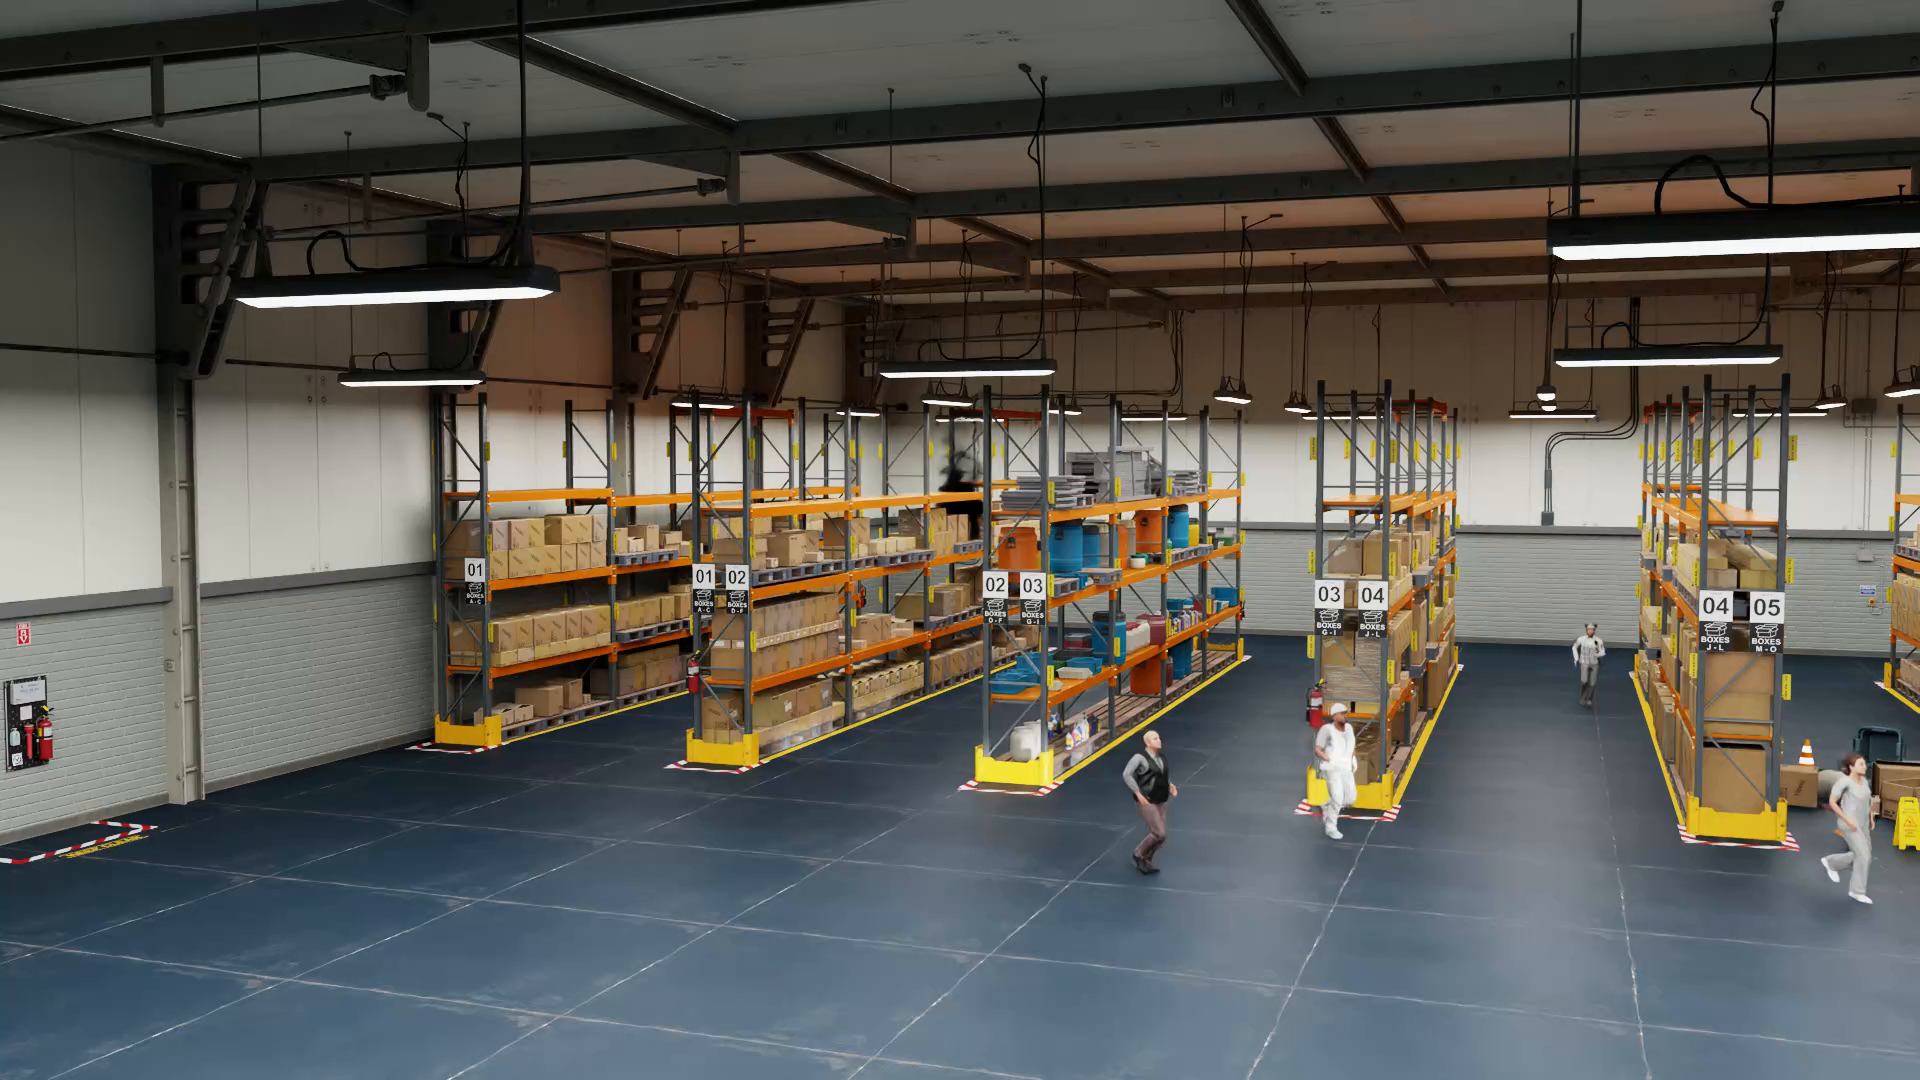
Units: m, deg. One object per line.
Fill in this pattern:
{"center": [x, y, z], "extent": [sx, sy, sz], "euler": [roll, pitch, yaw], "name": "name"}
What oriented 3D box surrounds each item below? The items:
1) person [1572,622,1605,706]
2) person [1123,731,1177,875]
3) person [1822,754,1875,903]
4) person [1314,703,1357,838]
{"center": [12.264, 2.430, 32.415], "extent": [0.593, 1.660, 0.598], "euler": [1, 3, 16], "name": "person"}
{"center": [2.292, 3.112, 19.638], "extent": [0.642, 1.706, 0.542], "euler": [-3, 4, -44], "name": "person"}
{"center": [9.978, 3.219, 18.705], "extent": [0.587, 1.633, 0.679], "euler": [-1, 3, -26], "name": "person"}
{"center": [4.917, 2.986, 21.672], "extent": [0.729, 1.740, 0.639], "euler": [-2, 4, -31], "name": "person"}
